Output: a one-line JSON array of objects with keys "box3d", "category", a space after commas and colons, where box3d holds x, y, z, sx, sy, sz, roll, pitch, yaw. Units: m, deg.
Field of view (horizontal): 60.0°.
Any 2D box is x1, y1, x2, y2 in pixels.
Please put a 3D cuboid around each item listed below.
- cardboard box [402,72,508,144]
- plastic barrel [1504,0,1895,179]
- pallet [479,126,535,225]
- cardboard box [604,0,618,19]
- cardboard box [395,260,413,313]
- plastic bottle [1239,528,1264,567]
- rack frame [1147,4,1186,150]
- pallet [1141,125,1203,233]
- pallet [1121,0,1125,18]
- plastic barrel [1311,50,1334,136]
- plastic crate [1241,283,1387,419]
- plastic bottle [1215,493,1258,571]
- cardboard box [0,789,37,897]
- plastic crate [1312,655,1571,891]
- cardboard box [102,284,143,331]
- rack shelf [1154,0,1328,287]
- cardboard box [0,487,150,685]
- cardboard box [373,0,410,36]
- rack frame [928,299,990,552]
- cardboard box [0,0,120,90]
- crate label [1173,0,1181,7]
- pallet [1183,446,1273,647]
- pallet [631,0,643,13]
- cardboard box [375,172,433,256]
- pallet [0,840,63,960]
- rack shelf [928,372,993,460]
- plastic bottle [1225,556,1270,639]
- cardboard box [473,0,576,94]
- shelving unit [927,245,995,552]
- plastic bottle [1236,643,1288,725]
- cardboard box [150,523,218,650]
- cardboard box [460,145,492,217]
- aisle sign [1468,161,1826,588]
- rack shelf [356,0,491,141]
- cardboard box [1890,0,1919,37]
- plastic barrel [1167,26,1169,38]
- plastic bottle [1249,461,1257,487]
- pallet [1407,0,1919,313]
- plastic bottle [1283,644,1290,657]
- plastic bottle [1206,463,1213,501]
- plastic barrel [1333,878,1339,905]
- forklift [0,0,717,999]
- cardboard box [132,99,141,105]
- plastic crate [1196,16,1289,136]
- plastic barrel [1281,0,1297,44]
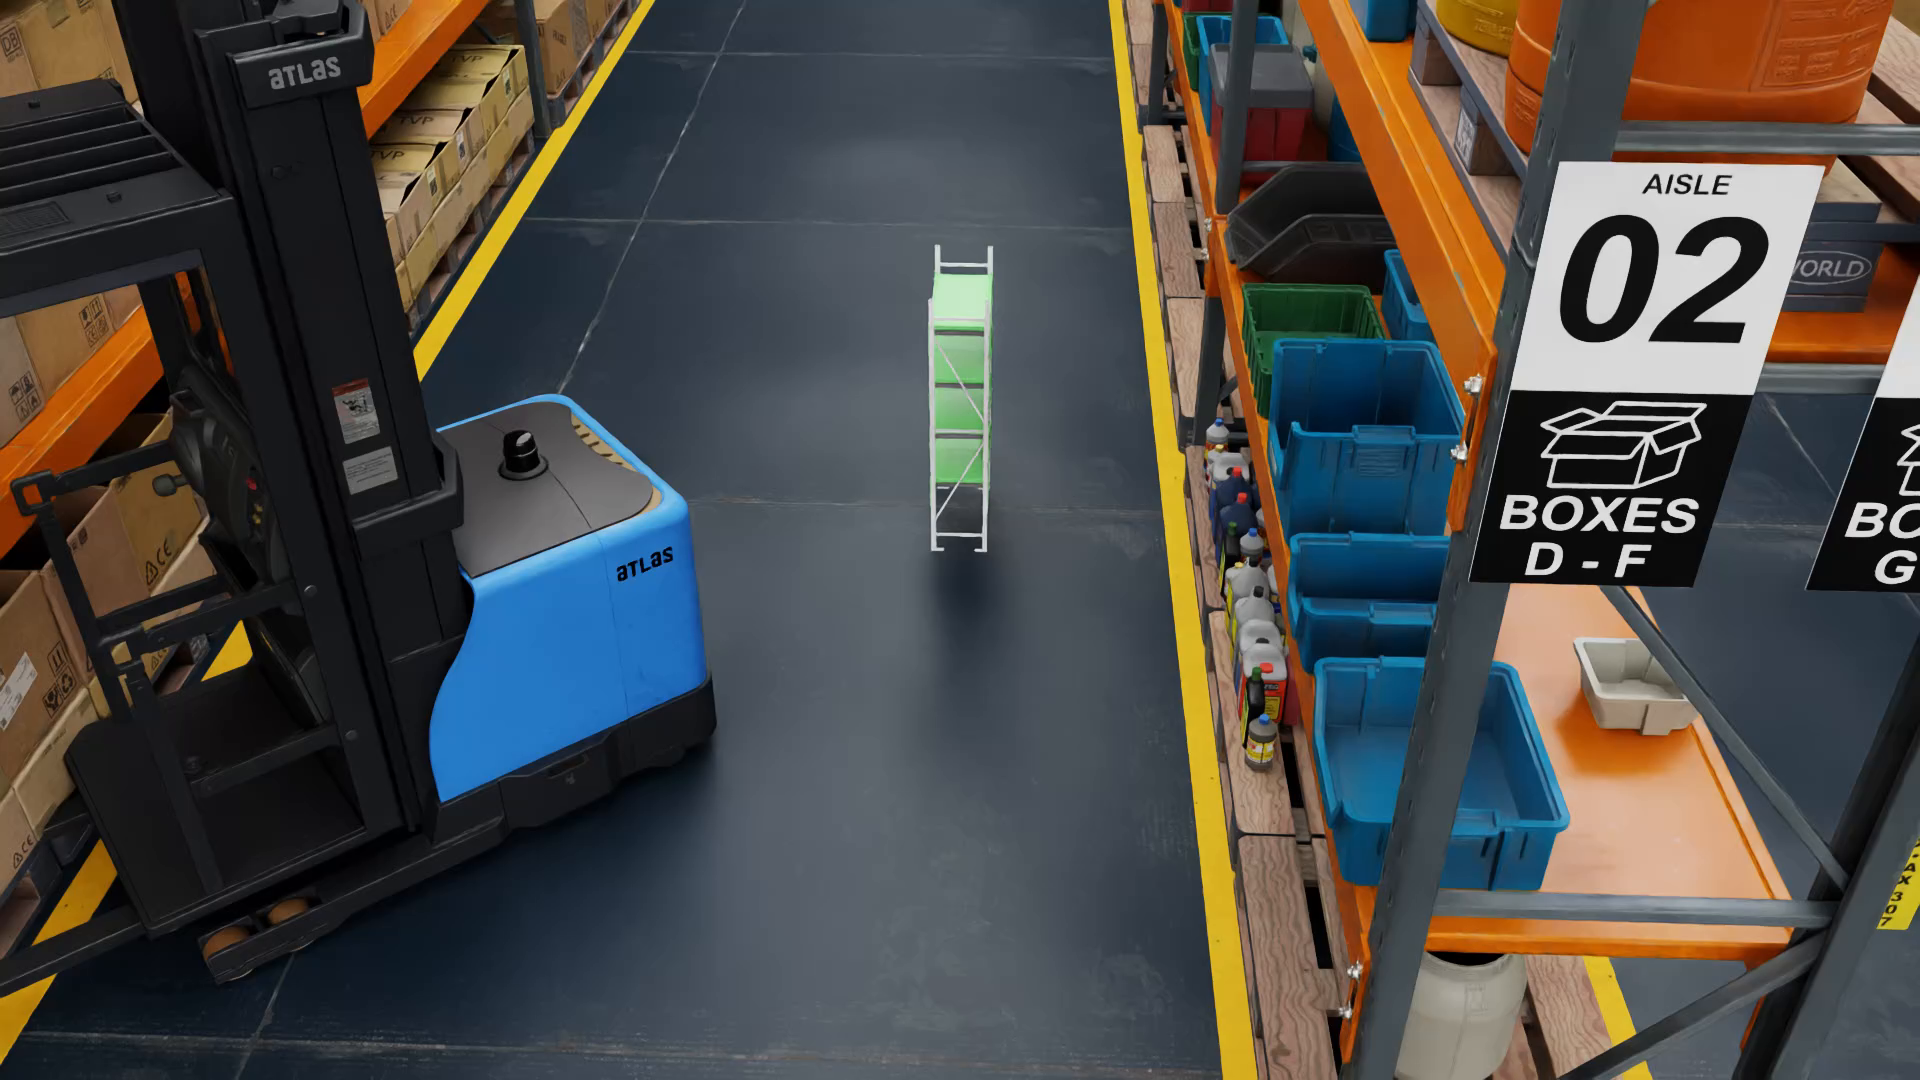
[{"box3d": [-3.016, -2.598, 9.876, 0.500, 0.311, 0.500, 1, 35, 1], "category": "cardboard box"}, {"box3d": [1.293, -1.071, 2.818, 0.600, 0.830, 0.708, 1, 35, 2], "category": "plastic barrel"}, {"box3d": [-3.299, -2.314, 10.359, 1.003, 0.211, 1.213, 1, 35, 2], "category": "pallet"}, {"box3d": [-2.867, -4.228, 12.449, 0.500, 0.500, 0.500, 0, 35, 0], "category": "cardboard box"}, {"box3d": [-3.102, -1.195, 8.368, 0.500, 0.250, 0.500, 2, 35, 3], "category": "cardboard box"}, {"box3d": [1.138, 0.072, 6.529, 0.097, 0.271, 0.097, 0, 35, 0], "category": "plastic bottle"}, {"box3d": [1.722, -3.811, 10.063, 1.000, 3.000, 0.127, 1, 35, 2], "category": "rack frame"}, {"box3d": [1.652, -2.226, 10.233, 1.003, 0.211, 1.213, 1, 35, 2], "category": "pallet"}, {"box3d": [1.810, -4.525, 13.506, 1.003, 0.211, 1.213, 1, 35, 2], "category": "pallet"}, {"box3d": [1.819, -2.113, 7.529, 0.433, 0.535, 0.433, 0, 35, 0], "category": "plastic barrel"}, {"box3d": [1.225, -0.652, 5.754, 0.450, 0.188, 0.662, 1, 35, 2], "category": "plastic crate"}, {"box3d": [1.107, -0.046, 6.628, 0.144, 0.351, 0.185, 0, 35, 0], "category": "plastic bottle"}, {"box3d": [-3.288, 1.032, 5.199, 0.500, 0.250, 0.500, 1, 35, 2], "category": "cardboard box"}, {"box3d": [1.122, 0.552, 3.985, 0.499, 0.251, 0.616, 1, 35, 2], "category": "plastic crate"}, {"box3d": [-3.414, -1.112, 6.136, 0.700, 0.500, 0.500, 1, 35, 1], "category": "cardboard box"}, {"box3d": [1.642, -2.367, 8.635, 1.077, 0.370, 4.000, 1, 35, 2], "category": "rack shelf"}, {"box3d": [-3.242, 0.151, 5.801, 0.500, 0.500, 0.500, 1, 35, 2], "category": "cardboard box"}, {"box3d": [-3.278, -3.004, 8.828, 0.500, 0.500, 0.500, 0, 35, -1], "category": "cardboard box"}, {"box3d": [-0.003, -0.446, 6.841, 0.240, 1.200, 0.015, 1, 35, 2], "category": "rack frame"}, {"box3d": [-3.418, -1.655, 5.781, 0.700, 0.500, 0.500, 1, 35, 2], "category": "cardboard box"}, {"box3d": [1.412, -3.260, 9.250, 0.502, 0.435, 0.616, 1, 35, 2], "category": "crate label"}, {"box3d": [1.493, 0.013, 7.047, 1.003, 0.211, 1.213, 1, 35, 2], "category": "pallet"}, {"box3d": [-3.061, -4.616, 13.635, 1.003, 0.211, 1.213, 1, 35, 2], "category": "pallet"}, {"box3d": [-3.077, -1.722, 8.630, 0.500, 0.311, 0.500, 0, 35, 0], "category": "cardboard box"}, {"box3d": [-3.560, 1.370, 5.117, 1.003, 0.211, 1.213, 1, 35, 2], "category": "pallet"}, {"box3d": [0.007, -0.534, 7.077, 0.258, 0.148, 0.480, 1, 35, 2], "category": "rack shelf"}, {"box3d": [1.090, 0.198, 6.280, 0.144, 0.351, 0.185, 1, 35, 2], "category": "plastic bottle"}, {"box3d": [-2.923, -3.339, 11.184, 0.500, 0.500, 0.500, 3, 35, 4], "category": "cardboard box"}, {"box3d": [0.007, -0.586, 7.040, 0.258, 1.200, 0.503, 1, 35, 2], "category": "shelving unit"}, {"box3d": [1.074, 0.511, 5.901, 0.152, 0.276, 0.135, 2, 35, 2], "category": "plastic bottle"}, {"box3d": [-3.223, 0.170, 6.425, 0.500, 0.250, 0.500, 1, 35, 2], "category": "cardboard box"}, {"box3d": [-3.045, -2.081, 9.628, 0.500, 0.250, 0.500, 2, 35, 3], "category": "cardboard box"}, {"box3d": [1.101, -0.243, 2.727, 0.394, 0.787, 0.004, 1, 35, 2], "category": "aisle sign"}, {"box3d": [-3.307, -2.484, 8.801, 1.077, 0.370, 4.000, 1, 35, 2], "category": "rack shelf"}, {"box3d": [6.720, -3.395, 10.954, 1.225, 0.875, 0.875, 0, 35, 0], "category": "cardboard box"}, {"box3d": [1.770, -3.926, 11.960, 0.600, 0.588, 0.708, 1, 35, 2], "category": "plastic barrel"}, {"box3d": [1.231, -0.220, 6.934, 0.061, 0.283, 0.133, 1, 35, 2], "category": "plastic bottle"}, {"box3d": [1.532, -0.837, 3.388, 1.003, 0.211, 1.213, 1, 35, 2], "category": "pallet"}, {"box3d": [1.205, 0.454, 6.047, 0.097, 0.201, 0.097, 0, 35, 0], "category": "plastic bottle"}, {"box3d": [1.102, -0.258, 7.059, 0.097, 0.201, 0.097, 0, 35, 0], "category": "plastic bottle"}, {"box3d": [1.371, 0.964, 5.068, 0.421, 0.512, 0.421, 0, 35, 0], "category": "plastic barrel"}, {"box3d": [-2.378, -0.153, 4.919, 3.031, 2.935, 1.130, -24, 42, -30], "category": "forklift"}, {"box3d": [-3.197, -1.632, 6.313, 0.380, 0.149, 0.250, 1, 35, 1], "category": "cardboard box"}, {"box3d": [1.295, -2.147, 7.710, 0.392, 0.384, 0.575, 1, 35, 2], "category": "plastic crate"}, {"box3d": [1.866, -2.783, 8.483, 0.433, 0.535, 0.433, 0, 35, 0], "category": "plastic barrel"}]
